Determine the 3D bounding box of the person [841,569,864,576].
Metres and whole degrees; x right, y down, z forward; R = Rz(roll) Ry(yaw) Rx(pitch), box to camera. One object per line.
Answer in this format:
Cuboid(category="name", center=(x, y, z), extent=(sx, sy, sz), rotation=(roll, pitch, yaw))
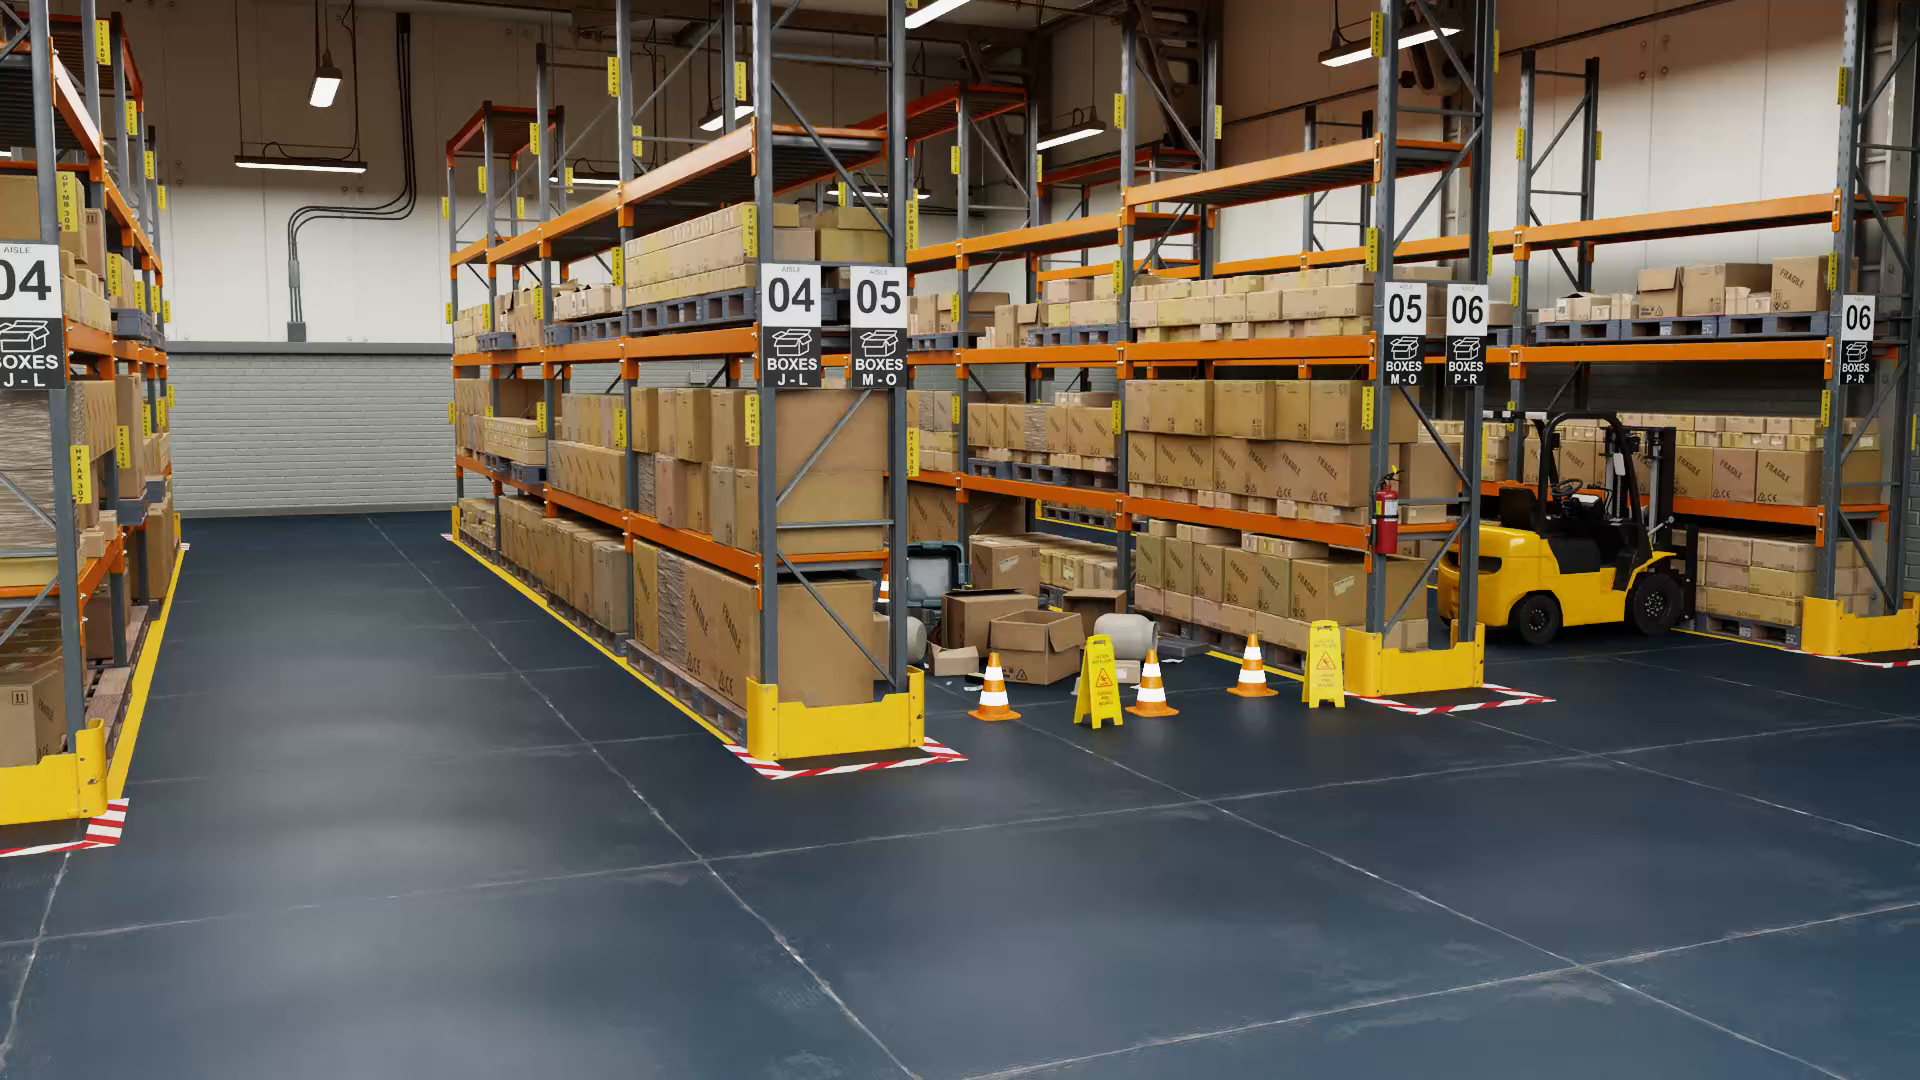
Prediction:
Cuboid(category="person", center=(-1.344, 0.276, 18.659), extent=(0.433, 0.772, 0.804), rotation=(-2, 6, -24))
